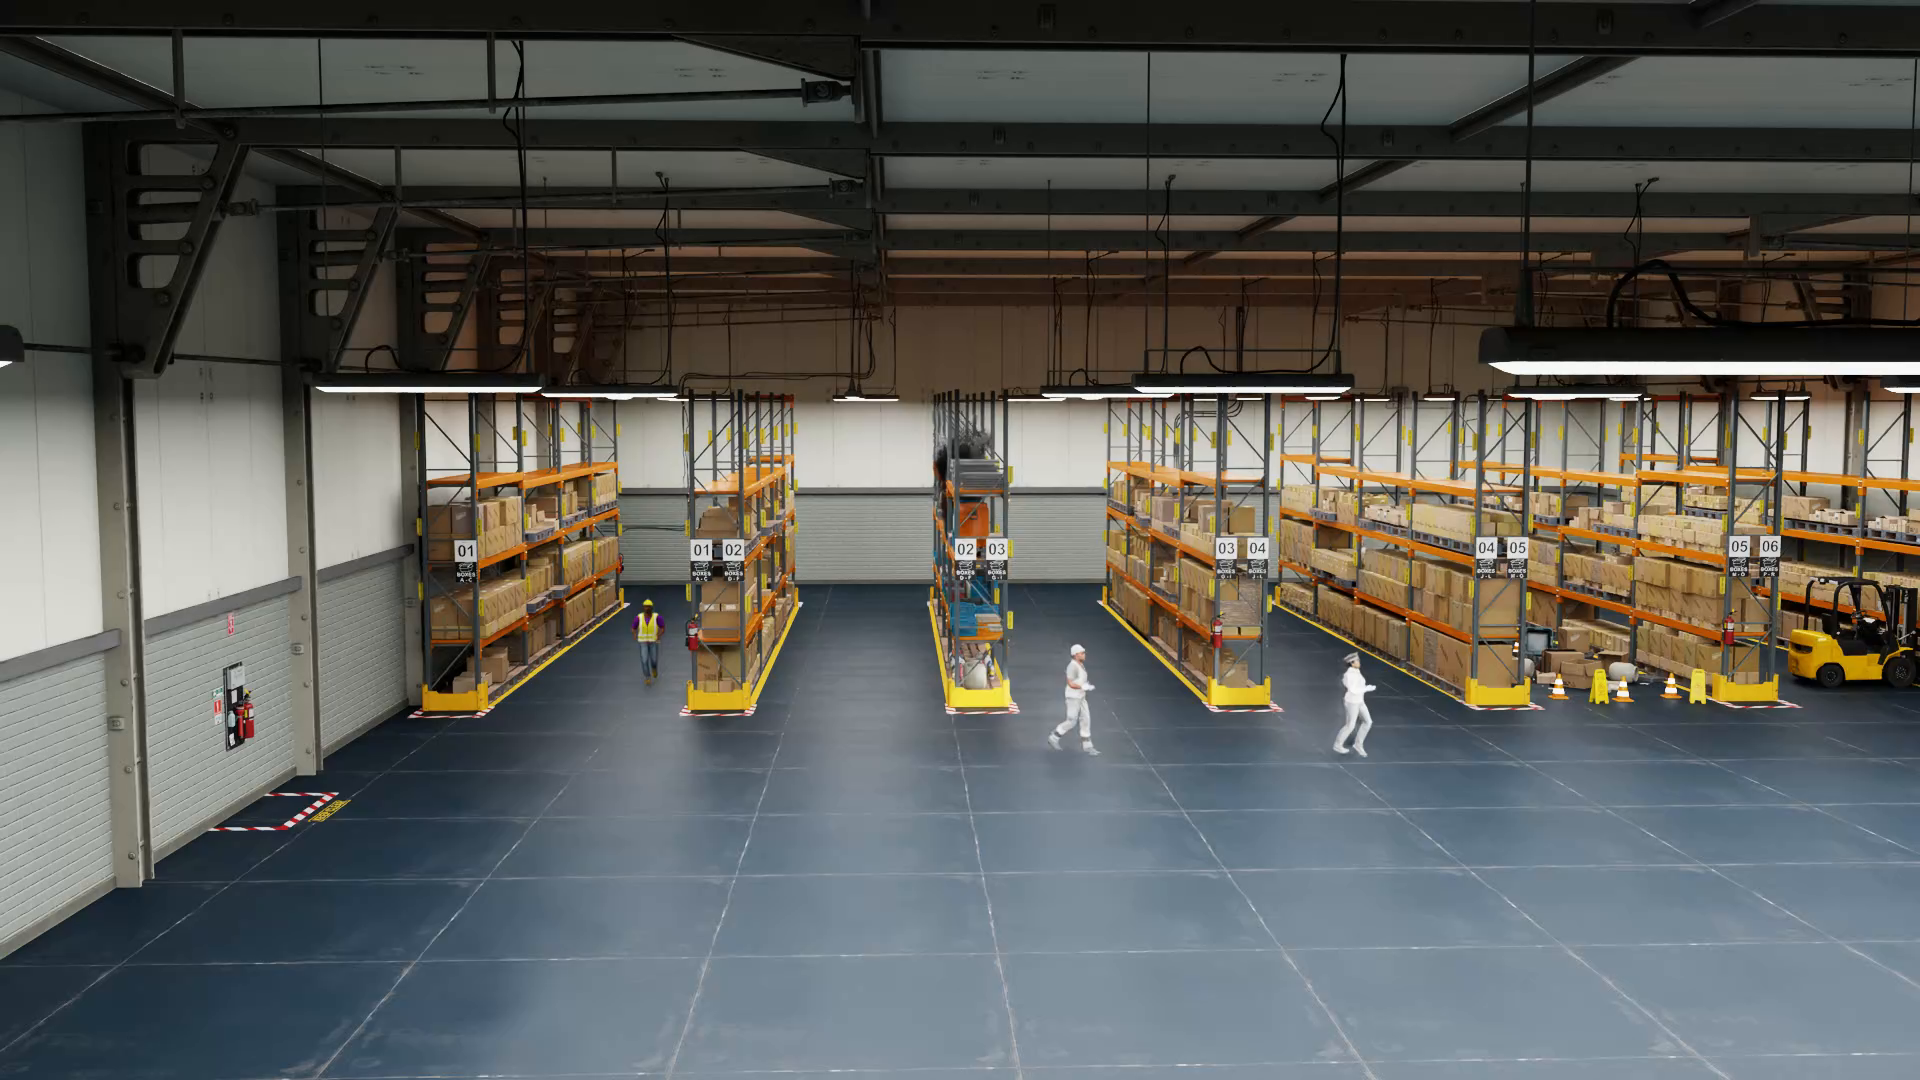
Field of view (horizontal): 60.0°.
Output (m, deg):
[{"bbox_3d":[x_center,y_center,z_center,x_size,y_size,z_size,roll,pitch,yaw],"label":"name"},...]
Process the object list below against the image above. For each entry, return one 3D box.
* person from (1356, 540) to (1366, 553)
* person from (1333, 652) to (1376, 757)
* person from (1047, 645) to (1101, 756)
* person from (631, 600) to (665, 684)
[{"bbox_3d":[11.809,0.848,49.135,0.756,1.736,0.741,0,5,2],"label":"person"},{"bbox_3d":[6.423,2.678,27.036,0.684,1.736,0.592,2,5,27],"label":"person"},{"bbox_3d":[1.875,2.605,27.182,0.883,1.807,0.682,2,5,21],"label":"person"},{"bbox_3d":[-6.401,2.082,34.122,0.700,1.719,0.625,-1,5,-7],"label":"person"}]
